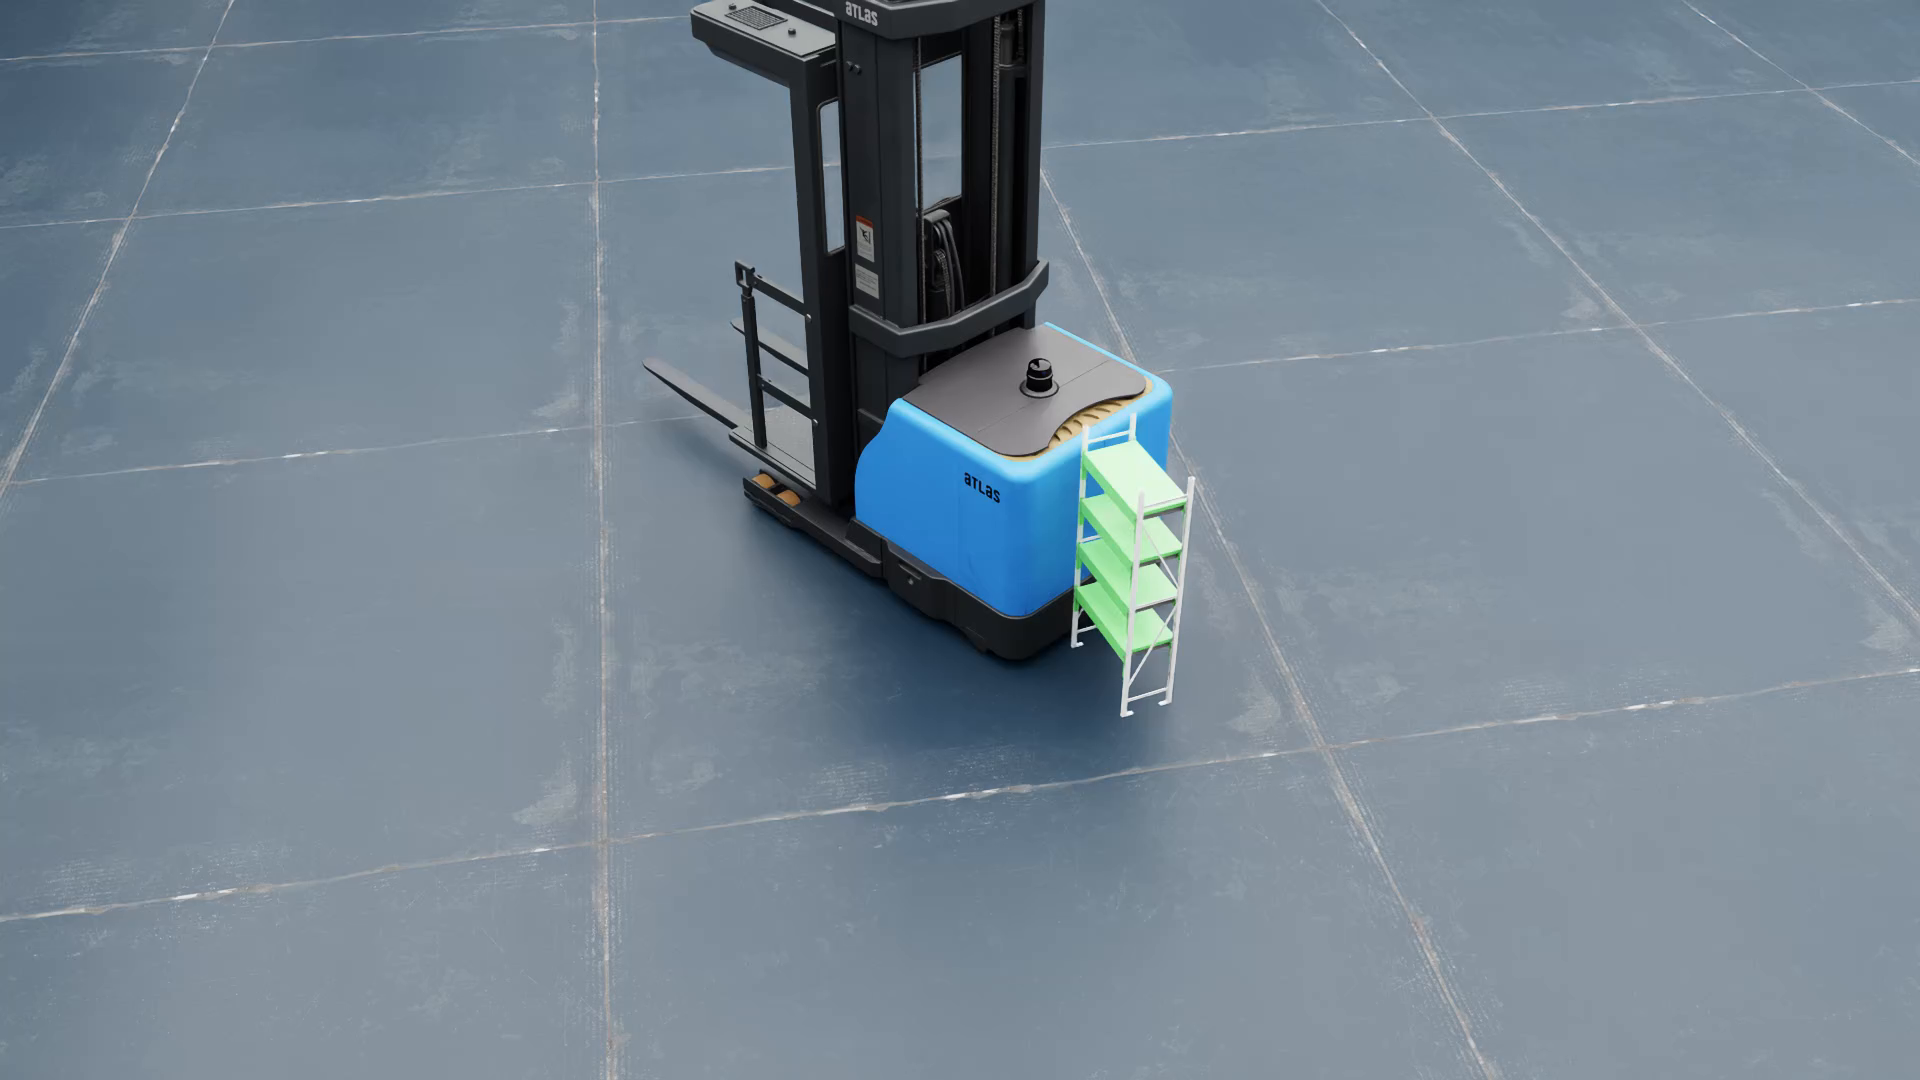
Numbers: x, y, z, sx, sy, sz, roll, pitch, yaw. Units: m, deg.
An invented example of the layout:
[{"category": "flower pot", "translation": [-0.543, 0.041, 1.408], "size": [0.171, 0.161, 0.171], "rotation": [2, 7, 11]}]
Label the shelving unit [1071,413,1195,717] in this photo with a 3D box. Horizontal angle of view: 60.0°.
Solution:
[{"category": "shelving unit", "translation": [0.711, 0.120, 7.017], "size": [0.258, 1.200, 0.503], "rotation": [-15, 40, -18]}]

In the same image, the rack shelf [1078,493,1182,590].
[{"category": "rack shelf", "translation": [0.711, -0.019, 6.909], "size": [0.258, 0.148, 0.480], "rotation": [-15, 40, -18]}]

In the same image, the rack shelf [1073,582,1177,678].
[{"category": "rack shelf", "translation": [0.711, 0.360, 7.204], "size": [0.258, 0.148, 0.480], "rotation": [-15, 40, -18]}]

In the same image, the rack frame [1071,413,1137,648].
[{"category": "rack frame", "translation": [0.615, -0.018, 7.195], "size": [0.240, 1.200, 0.015], "rotation": [-15, 40, -18]}]

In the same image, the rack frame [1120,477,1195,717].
[{"category": "rack frame", "translation": [0.806, 0.258, 6.840], "size": [0.240, 1.200, 0.015], "rotation": [-15, 40, -18]}]

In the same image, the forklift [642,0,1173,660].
[{"category": "forklift", "translation": [-0.437, -1.433, 7.605], "size": [1.130, 2.935, 3.031], "rotation": [-31, 47, -33]}]

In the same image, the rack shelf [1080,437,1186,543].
[{"category": "rack shelf", "translation": [0.711, -0.208, 6.762], "size": [0.258, 0.148, 0.480], "rotation": [-15, 40, -18]}]

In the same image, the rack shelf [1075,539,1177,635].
[{"category": "rack shelf", "translation": [0.711, 0.171, 7.057], "size": [0.258, 0.148, 0.480], "rotation": [-15, 40, -18]}]
